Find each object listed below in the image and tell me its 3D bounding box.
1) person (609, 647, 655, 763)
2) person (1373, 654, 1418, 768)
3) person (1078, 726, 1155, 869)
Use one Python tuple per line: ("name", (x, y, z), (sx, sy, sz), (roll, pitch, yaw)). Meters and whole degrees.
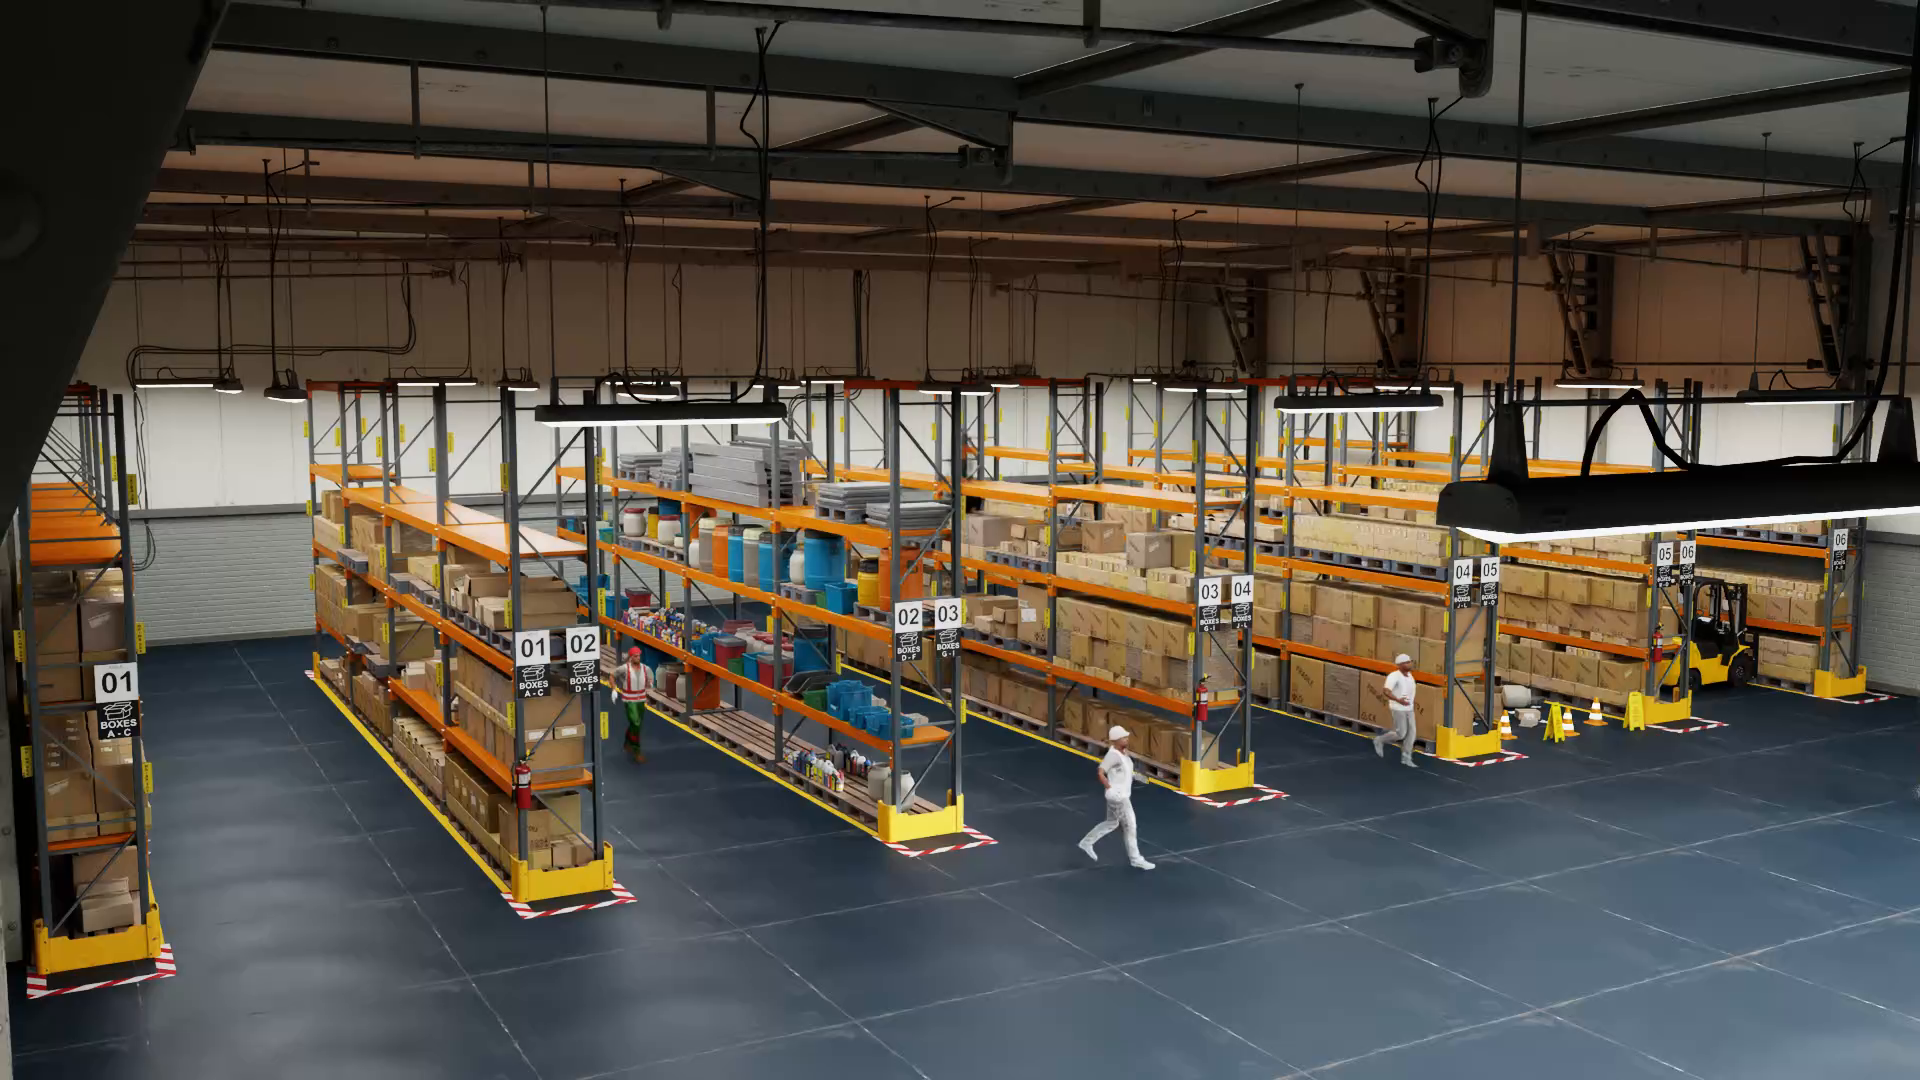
("person", (-5.206, 2.612, 26.585), (0.643, 1.844, 0.876), (-5, 8, -41))
("person", (6.978, 2.684, 26.341), (0.721, 1.774, 0.778), (-6, 8, -42))
("person", (1.965, 3.211, 20.835), (0.972, 1.784, 0.696), (1, 6, 7))
